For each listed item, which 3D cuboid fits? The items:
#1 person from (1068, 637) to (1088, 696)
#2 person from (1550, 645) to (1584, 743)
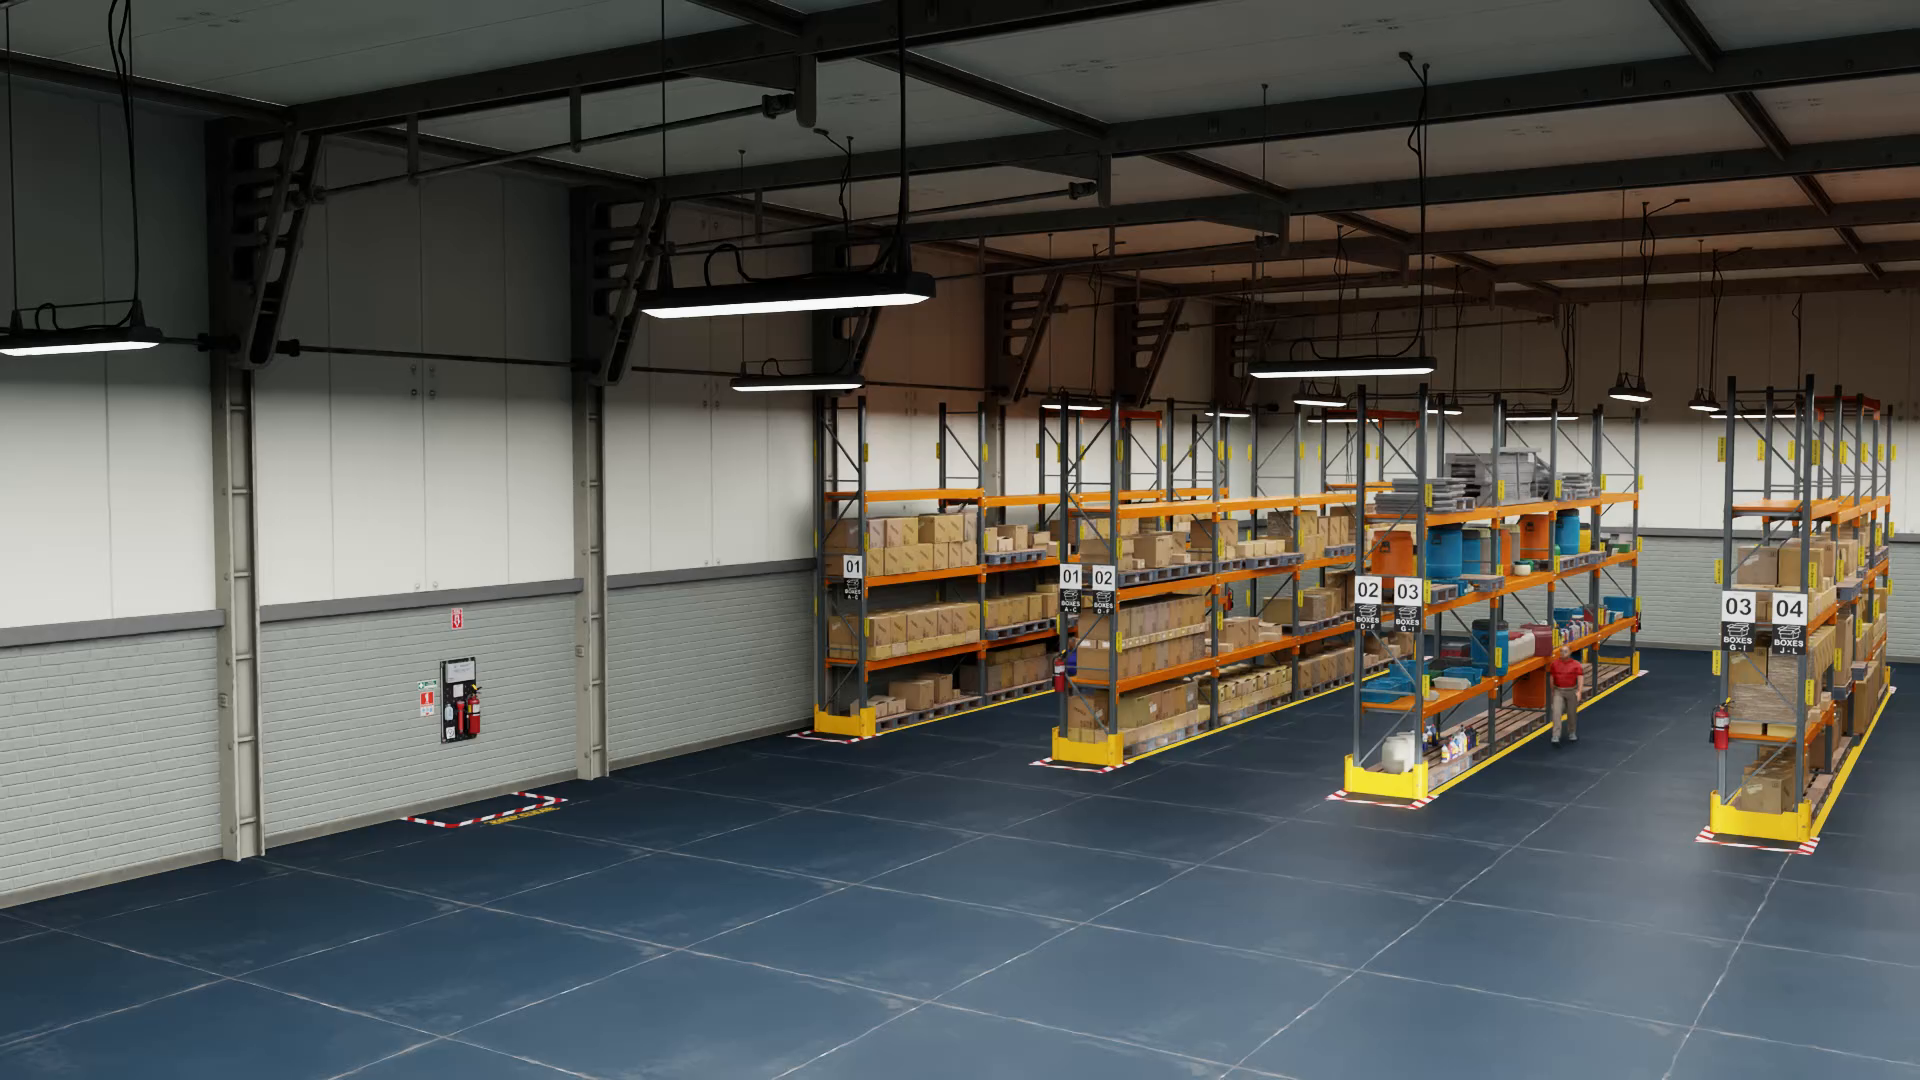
[{"bbox_3d":[2.045,2.576,30.432,0.464,1.609,0.992,2,4,39],"label":"person"},{"bbox_3d":[10.398,2.643,28.537,0.562,1.670,1.035,1,3,26],"label":"person"}]
